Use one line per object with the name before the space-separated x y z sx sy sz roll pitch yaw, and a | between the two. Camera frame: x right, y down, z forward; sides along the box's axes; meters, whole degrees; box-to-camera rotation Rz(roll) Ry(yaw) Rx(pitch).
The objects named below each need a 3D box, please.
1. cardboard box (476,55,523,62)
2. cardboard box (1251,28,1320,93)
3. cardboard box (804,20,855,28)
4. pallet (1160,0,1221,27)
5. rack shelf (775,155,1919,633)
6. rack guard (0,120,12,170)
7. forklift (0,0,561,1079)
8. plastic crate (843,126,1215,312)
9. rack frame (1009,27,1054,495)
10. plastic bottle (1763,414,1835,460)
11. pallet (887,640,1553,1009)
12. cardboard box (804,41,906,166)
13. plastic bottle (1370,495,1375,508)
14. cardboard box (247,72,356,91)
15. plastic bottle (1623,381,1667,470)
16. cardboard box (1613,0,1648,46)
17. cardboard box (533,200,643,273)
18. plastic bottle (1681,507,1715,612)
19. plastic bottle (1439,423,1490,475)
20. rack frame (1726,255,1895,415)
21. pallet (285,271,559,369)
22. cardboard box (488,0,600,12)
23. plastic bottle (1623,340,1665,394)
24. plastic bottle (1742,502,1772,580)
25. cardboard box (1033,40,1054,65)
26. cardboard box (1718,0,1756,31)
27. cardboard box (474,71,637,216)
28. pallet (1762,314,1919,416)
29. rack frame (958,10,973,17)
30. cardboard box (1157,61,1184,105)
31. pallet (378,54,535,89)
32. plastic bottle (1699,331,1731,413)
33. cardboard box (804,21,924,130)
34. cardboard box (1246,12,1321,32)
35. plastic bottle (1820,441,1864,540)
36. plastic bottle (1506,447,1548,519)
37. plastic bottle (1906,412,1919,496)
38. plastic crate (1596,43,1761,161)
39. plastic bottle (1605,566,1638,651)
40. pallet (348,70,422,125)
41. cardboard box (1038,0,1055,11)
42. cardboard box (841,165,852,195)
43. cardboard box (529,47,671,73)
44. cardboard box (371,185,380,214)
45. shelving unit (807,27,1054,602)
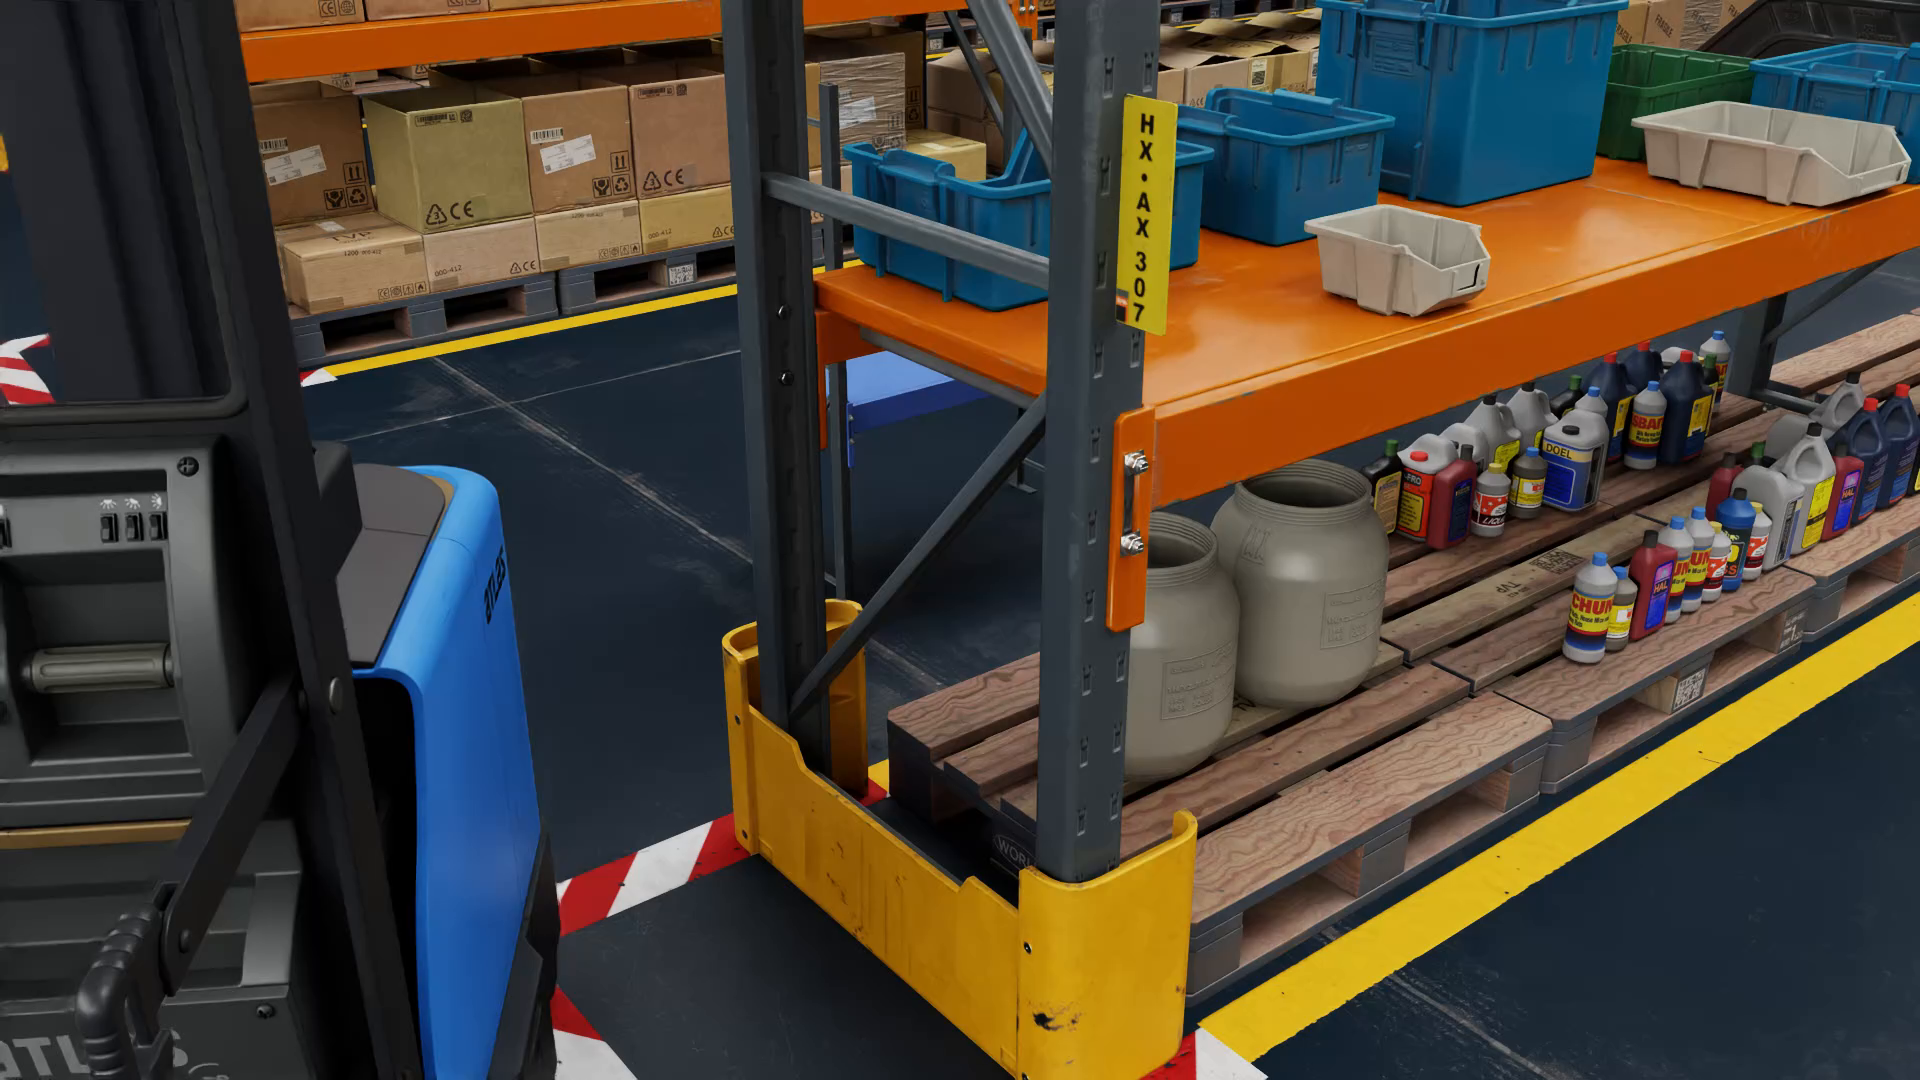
cardboard box | -3.444 -3.598 12.283 0.380 0.166 0.250 22 33 39
cardboard box | 2.102 -2.944 10.132 0.500 0.311 0.500 -18 31 -34
cardboard box | -1.279 -4.499 13.828 0.500 0.500 0.700 -18 31 -34
pallet | 1.733 -5.102 15.992 1.213 0.211 1.003 -18 31 -34
rack shelf | 1.498 -0.705 4.060 4.000 0.370 1.077 -18 31 -34
rack guard | -6.129 -2.679 10.430 0.348 0.500 1.175 -18 31 -34
forklift | -1.190 0.140 1.467 1.130 2.935 3.031 -2 25 -5
plastic crate | 0.133 -0.673 3.314 0.616 0.251 0.499 -18 31 -34
rack frame | 0.333 -0.790 5.171 0.032 1.500 0.500 -18 31 -34
plastic bottle | 2.481 -0.245 4.927 0.135 0.276 0.152 -18 31 -34
pallet | 0.598 0.509 3.903 1.213 0.211 1.003 -18 31 -34
cardboard box | -0.612 -2.157 8.211 0.500 0.500 0.500 -18 31 -34
plastic bottle | 1.099 -0.064 4.627 0.097 0.201 0.097 0 25 0
cardboard box | -4.532 -3.331 11.311 0.500 0.500 0.700 -21 32 -37
plastic bottle | 2.141 -0.363 5.187 0.097 0.271 0.097 0 25 0
cardboard box | 4.507 -3.587 11.863 0.500 0.500 0.500 -19 31 -35
cardboard box | -1.785 -1.423 7.521 0.500 0.250 0.500 -18 31 -34
plastic bottle | 1.892 0.044 4.311 0.097 0.271 0.097 0 25 0
plastic bottle | 1.423 -0.190 4.810 0.135 0.276 0.152 -19 31 -35
rack frame | 3.072 -1.551 5.028 0.127 3.000 1.000 -18 31 -34
pallet | -2.553 -1.101 7.372 1.213 0.211 1.003 -18 31 -34
cardboard box | -1.950 -2.581 7.129 0.500 0.500 0.700 -18 30 -34
plastic bottle | 2.181 -0.476 5.337 0.185 0.351 0.144 -17 30 -33
plastic bottle | 2.131 -0.004 4.496 0.097 0.201 0.097 0 25 0
cardboard box | 0.566 -2.728 9.665 0.500 0.311 0.500 -17 30 -33
cardboard box | 5.708 -3.988 12.726 0.500 0.500 0.500 -18 30 -34
cardboard box | -1.792 -1.767 7.371 0.500 0.500 0.500 -18 31 -34
pallet | 3.666 -0.503 6.082 1.213 0.211 1.003 -18 31 -34
rack frame | 0.106 -5.872 14.338 0.127 3.000 1.000 -18 31 -34
cardboard box | 0.894 -2.543 9.268 0.500 0.311 0.500 -19 31 -35
pallet | -3.548 -3.382 12.285 1.213 0.211 1.003 -18 31 -34
plastic bottle | 2.551 -0.575 5.644 0.097 0.271 0.097 0 25 0
cardboard box | -0.540 -2.459 8.862 0.500 0.500 0.500 -18 31 -34
cardboard box | 2.164 -3.251 10.794 0.500 0.311 0.500 -19 31 -35
plastic bottle | 2.489 -0.149 4.713 0.133 0.283 0.061 -16 29 -31
plastic bottle | 1.660 -0.172 4.860 0.097 0.201 0.097 0 25 0
plastic bottle | 2.897 -0.284 5.003 0.133 0.283 0.061 -17 30 -32
plastic crate | 1.829 -1.195 4.514 0.662 0.188 0.450 -18 31 -34
plastic bottle | 1.625 0.164 4.136 0.097 0.201 0.097 0 25 0
pallet | -4.509 -3.063 11.599 1.213 0.211 1.003 -18 31 -34
cardboard box | 0.766 -5.235 15.021 0.750 0.750 0.750 -19 31 -35
cardboard box | -0.611 -1.816 8.368 0.500 0.250 0.500 -18 31 -34
cardboard box | -1.719 -2.069 8.021 0.500 0.500 0.500 -18 31 -34
cardboard box | -2.504 -1.468 7.617 0.500 0.250 0.500 -18 31 -34
shelving unit | -0.067 -0.658 4.887 1.048 1.500 0.538 -18 31 -34
